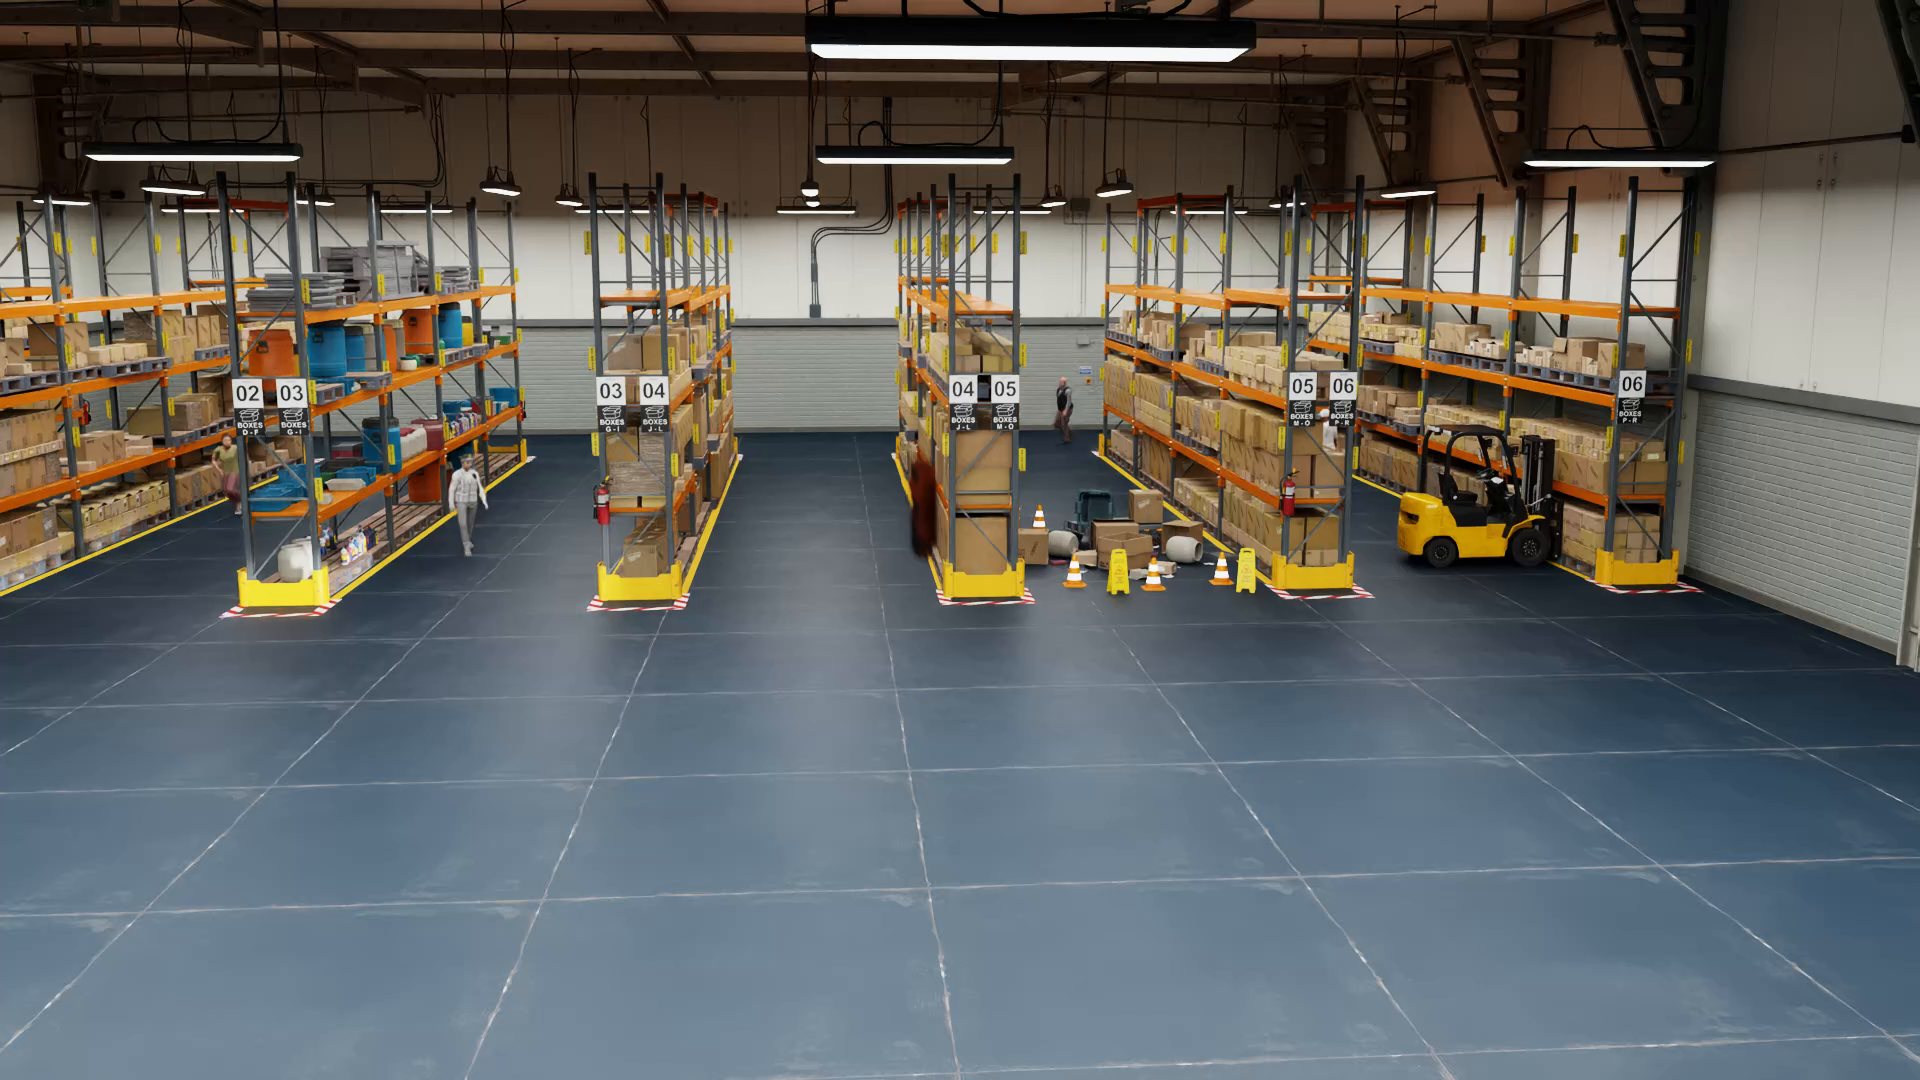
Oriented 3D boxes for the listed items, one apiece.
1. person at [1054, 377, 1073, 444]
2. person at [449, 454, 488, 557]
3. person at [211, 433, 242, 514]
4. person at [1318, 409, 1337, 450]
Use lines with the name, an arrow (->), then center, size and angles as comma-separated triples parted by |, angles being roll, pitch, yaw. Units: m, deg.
person -> 2.654, -3.312, 42.448 | 0.482, 1.705, 0.636 | -4, 11, -23
person -> -8.088, -0.612, 27.353 | 0.577, 1.641, 0.959 | -6, 11, -29
person -> -13.688, -1.246, 31.253 | 0.530, 1.571, 0.685 | 1, 10, 5
person -> 7.365, -1.750, 33.590 | 0.612, 1.785, 0.407 | -7, 12, -36
